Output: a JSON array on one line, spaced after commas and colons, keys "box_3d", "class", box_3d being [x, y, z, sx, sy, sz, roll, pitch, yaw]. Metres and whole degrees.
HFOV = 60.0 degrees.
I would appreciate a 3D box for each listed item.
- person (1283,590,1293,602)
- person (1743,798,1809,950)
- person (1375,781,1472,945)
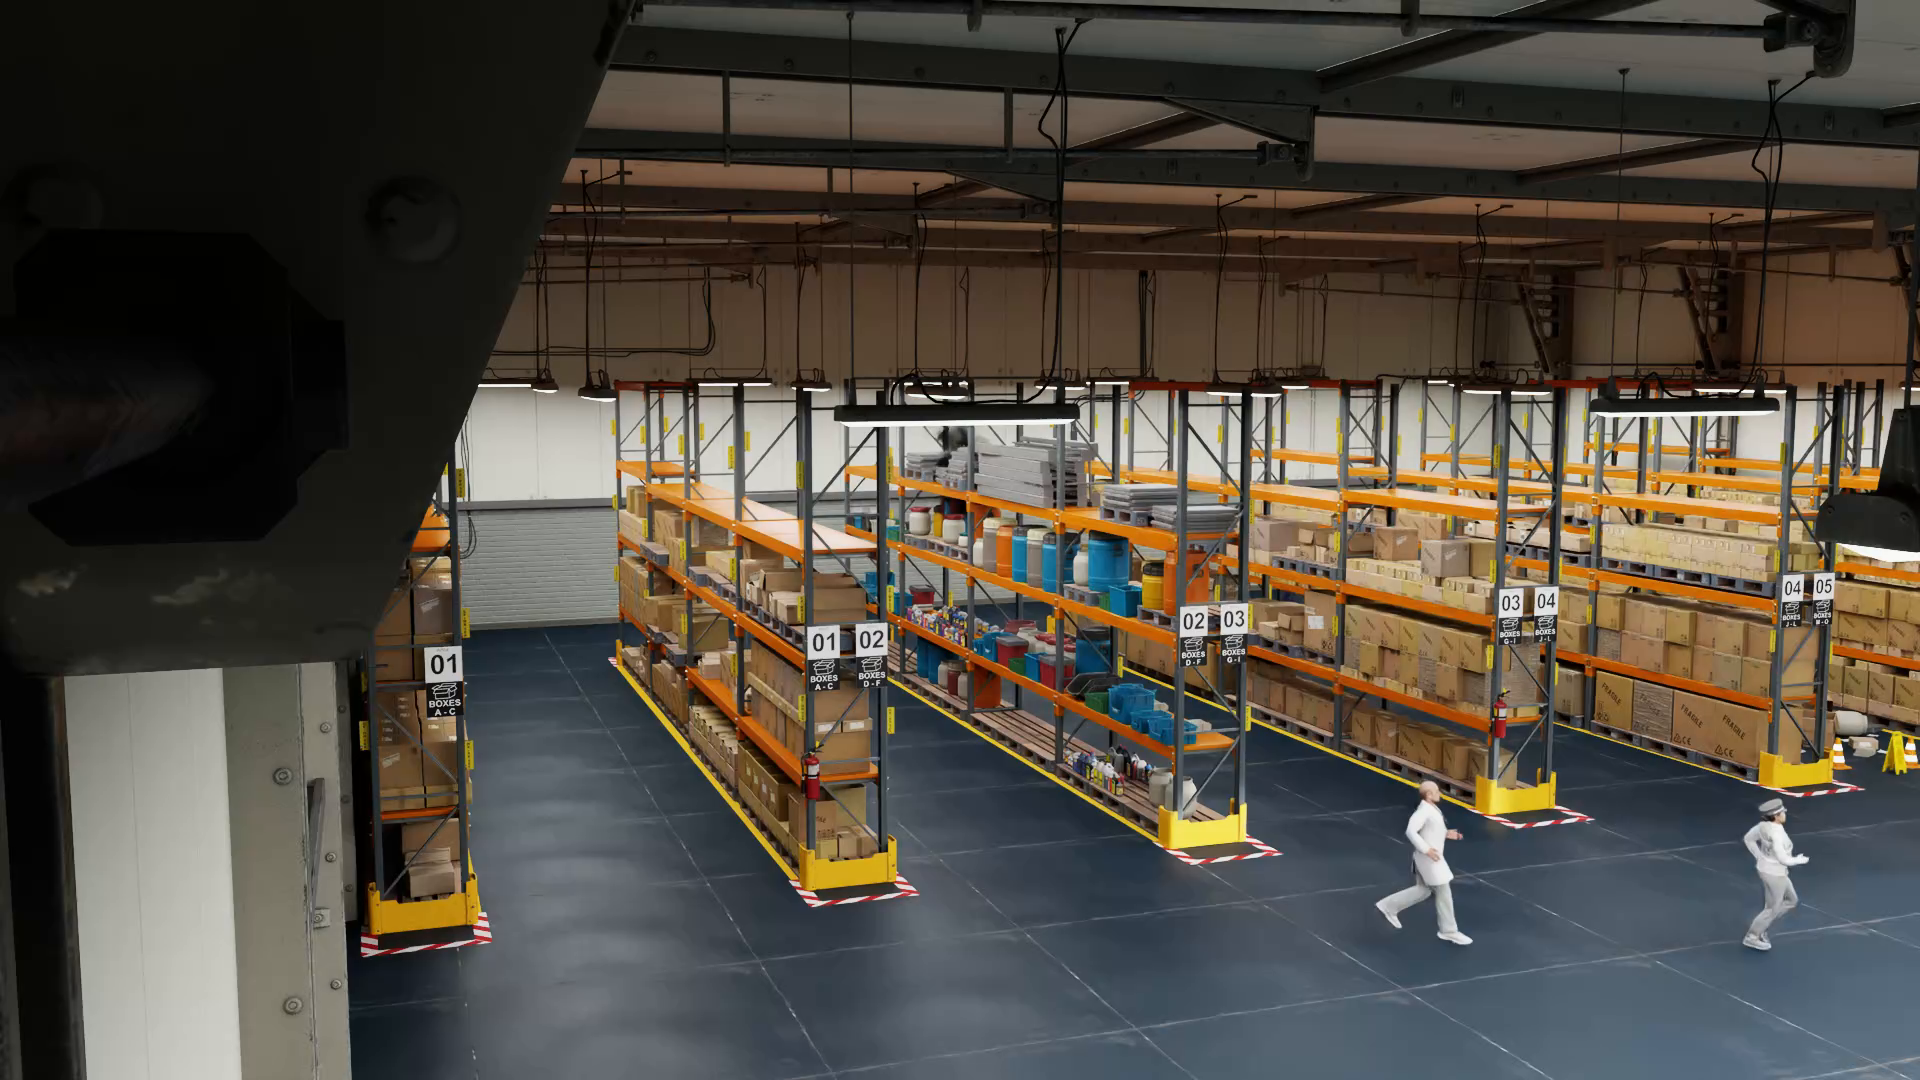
[{"box_3d": [8.163, 1.141, 41.626, 0.561, 1.588, 0.600, -3, 7, -25], "class": "person"}, {"box_3d": [8.806, 3.596, 17.937, 0.619, 1.660, 0.590, 1, 6, 11], "class": "person"}, {"box_3d": [5.108, 3.522, 18.243, 1.034, 1.788, 0.710, 1, 6, 10], "class": "person"}]
